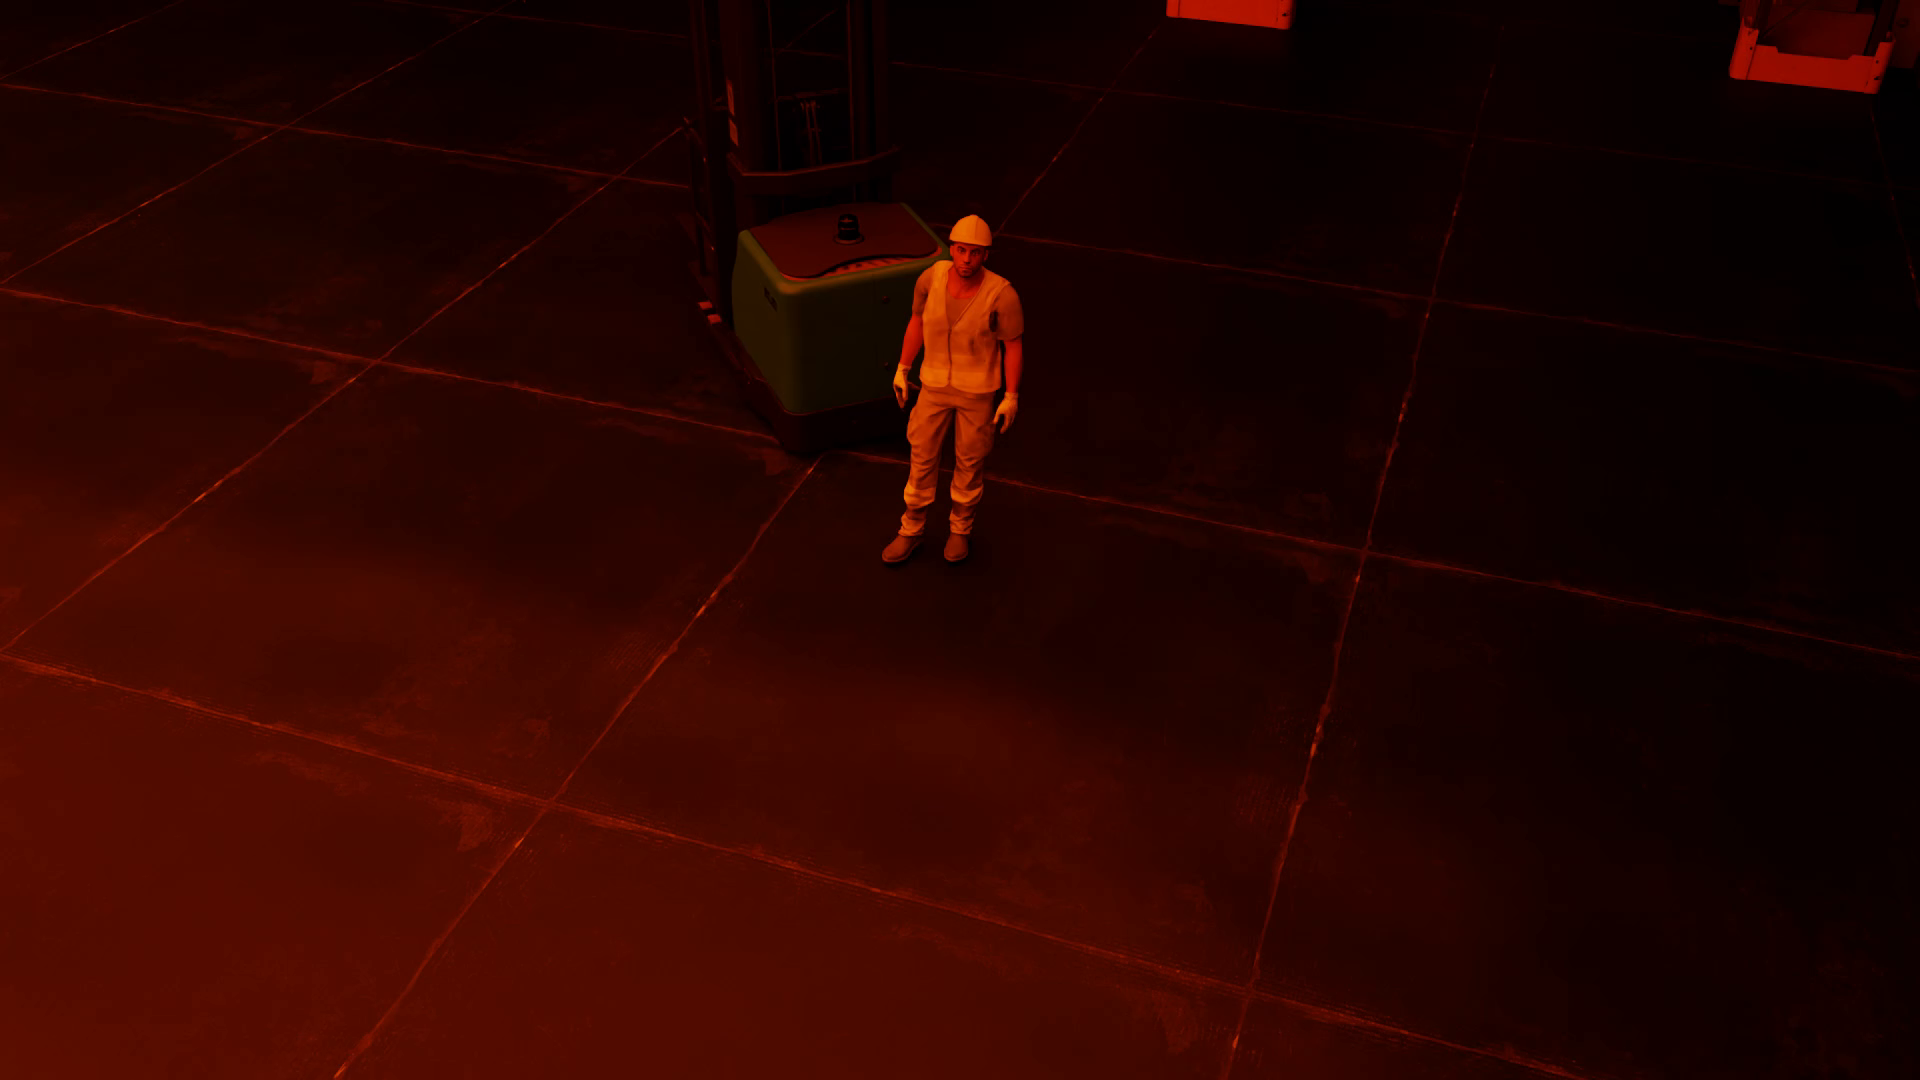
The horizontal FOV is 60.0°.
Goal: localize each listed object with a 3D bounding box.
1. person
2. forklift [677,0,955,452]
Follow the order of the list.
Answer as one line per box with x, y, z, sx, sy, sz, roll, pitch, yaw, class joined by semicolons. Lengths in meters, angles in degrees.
-0.037;-0.693;8.064;0.638;1.789;0.562;12;37;16;person
-1.042;-2.529;9.678;1.130;2.935;3.031;-14;38;-19;forklift
